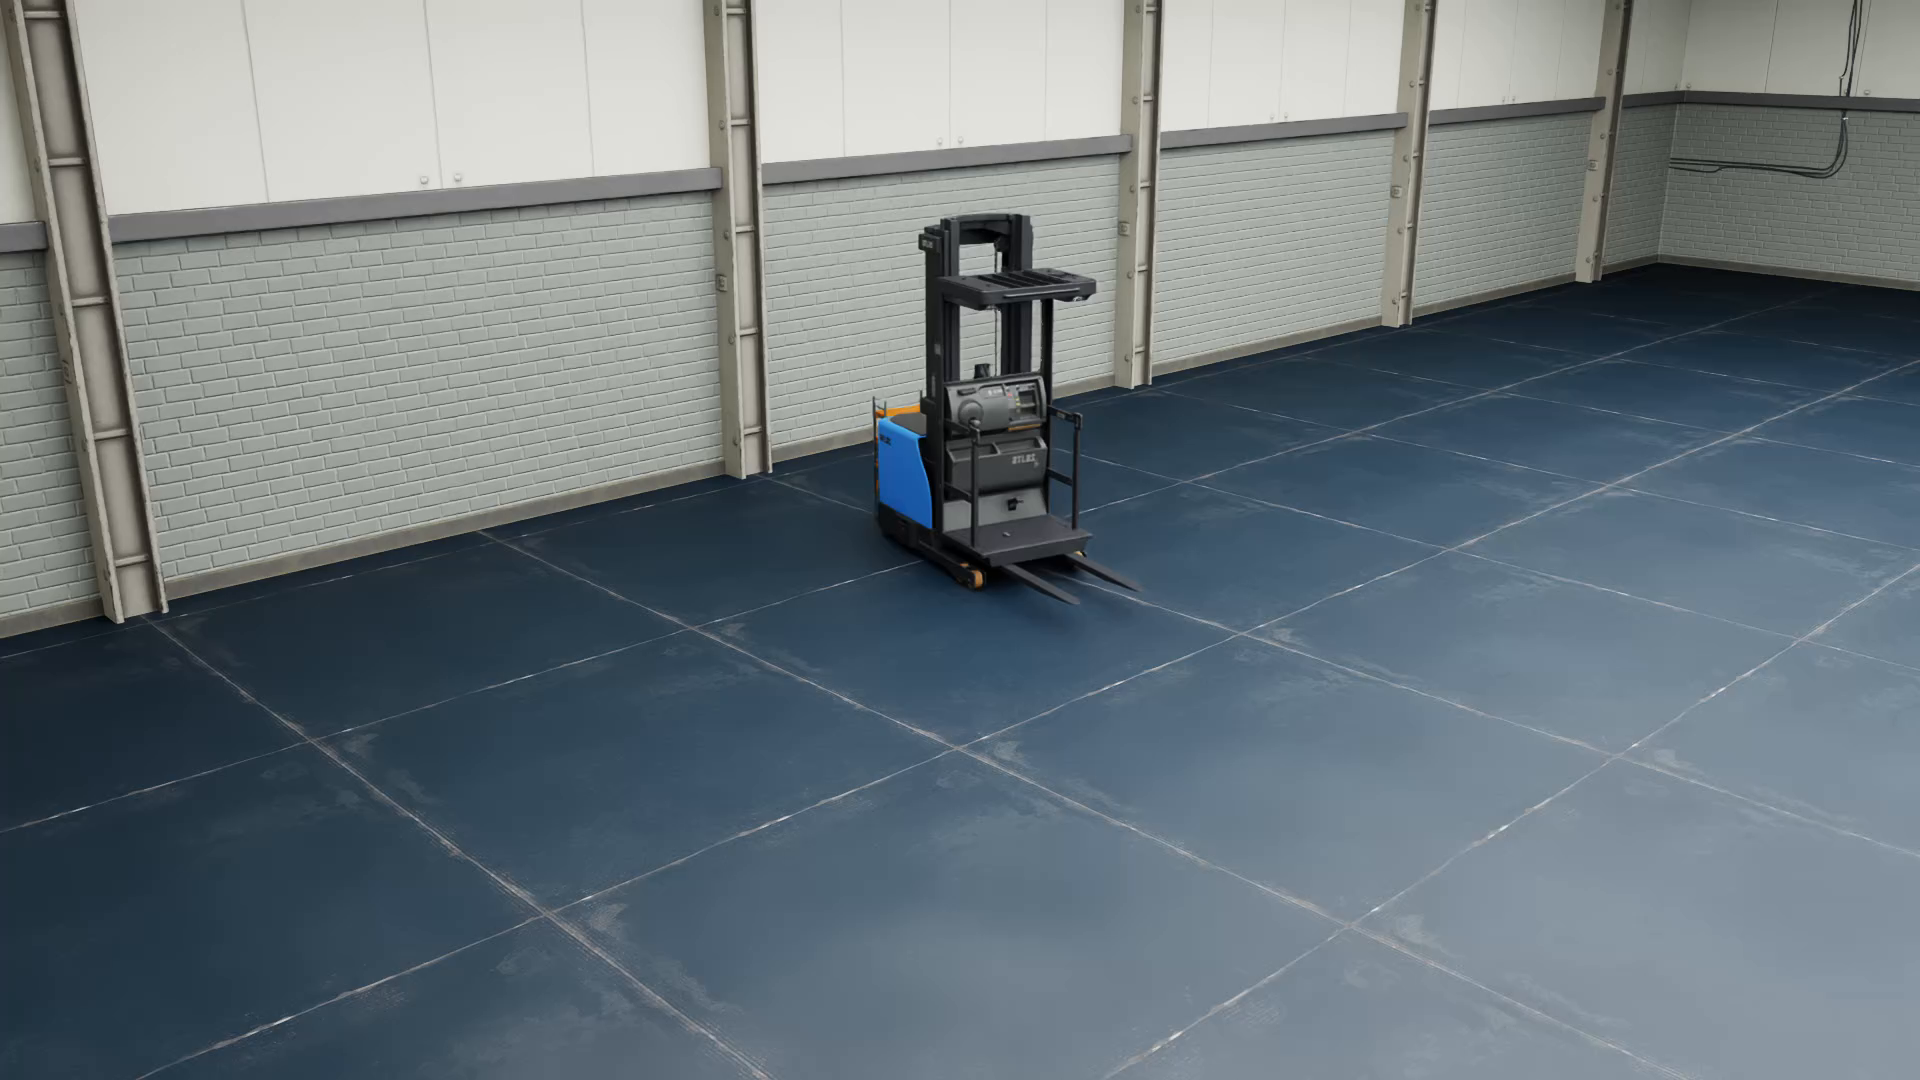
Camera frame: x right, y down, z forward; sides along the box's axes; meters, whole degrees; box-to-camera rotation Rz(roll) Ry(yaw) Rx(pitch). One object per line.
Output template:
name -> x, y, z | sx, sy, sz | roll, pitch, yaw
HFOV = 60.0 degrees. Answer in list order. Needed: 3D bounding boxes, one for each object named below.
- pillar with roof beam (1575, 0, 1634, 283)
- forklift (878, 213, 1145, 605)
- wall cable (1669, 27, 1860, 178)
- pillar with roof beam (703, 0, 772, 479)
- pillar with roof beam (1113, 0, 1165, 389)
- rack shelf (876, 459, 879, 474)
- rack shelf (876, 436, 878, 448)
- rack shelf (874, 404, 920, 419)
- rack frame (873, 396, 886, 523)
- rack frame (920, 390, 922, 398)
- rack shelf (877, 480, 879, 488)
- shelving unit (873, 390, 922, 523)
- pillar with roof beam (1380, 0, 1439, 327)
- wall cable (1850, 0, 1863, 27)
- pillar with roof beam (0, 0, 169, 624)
pillar with roof beam -> 13.857, -7.824, 24.527 | 0.400, 9.000, 9.100 | -16, 24, -41
forklift -> 0.417, -1.146, 13.768 | 1.130, 2.935, 3.031 | -10, 20, -28
wall cable -> 13.948, -7.640, 28.993 | 0.112, 2.526, 3.097 | -16, 24, -41
pillar with roof beam -> 0.778, -4.010, 12.763 | 0.400, 9.000, 9.100 | -16, 24, -41
pillar with roof beam -> 5.137, -5.282, 16.684 | 0.400, 9.000, 9.100 | -16, 24, -41
rack shelf -> -0.517, -0.683, 15.365 | 0.480, 0.148, 0.258 | -10, 21, -28
rack shelf -> -0.517, -0.896, 15.296 | 0.480, 0.148, 0.258 | -10, 21, -28
rack shelf -> -0.517, -1.121, 15.223 | 0.480, 0.148, 0.258 | -10, 21, -28
rack frame -> -0.729, -0.710, 15.228 | 0.015, 1.200, 0.240 | -10, 21, -28
rack frame -> -0.306, -0.785, 15.461 | 0.015, 1.200, 0.240 | -10, 21, -28
rack shelf -> -0.517, -0.495, 15.427 | 0.480, 0.148, 0.258 | -10, 21, -28
shelving unit -> -0.517, -0.747, 15.345 | 0.503, 1.200, 0.258 | -10, 21, -28
pillar with roof beam -> 9.497, -6.553, 20.606 | 0.400, 9.000, 9.100 | -16, 24, -41
wall cable -> 15.807, -9.436, 26.344 | 0.112, 2.526, 3.097 | -16, 24, -41
pillar with roof beam -> -3.582, -2.739, 8.842 | 0.400, 9.000, 9.100 | -16, 24, -41
